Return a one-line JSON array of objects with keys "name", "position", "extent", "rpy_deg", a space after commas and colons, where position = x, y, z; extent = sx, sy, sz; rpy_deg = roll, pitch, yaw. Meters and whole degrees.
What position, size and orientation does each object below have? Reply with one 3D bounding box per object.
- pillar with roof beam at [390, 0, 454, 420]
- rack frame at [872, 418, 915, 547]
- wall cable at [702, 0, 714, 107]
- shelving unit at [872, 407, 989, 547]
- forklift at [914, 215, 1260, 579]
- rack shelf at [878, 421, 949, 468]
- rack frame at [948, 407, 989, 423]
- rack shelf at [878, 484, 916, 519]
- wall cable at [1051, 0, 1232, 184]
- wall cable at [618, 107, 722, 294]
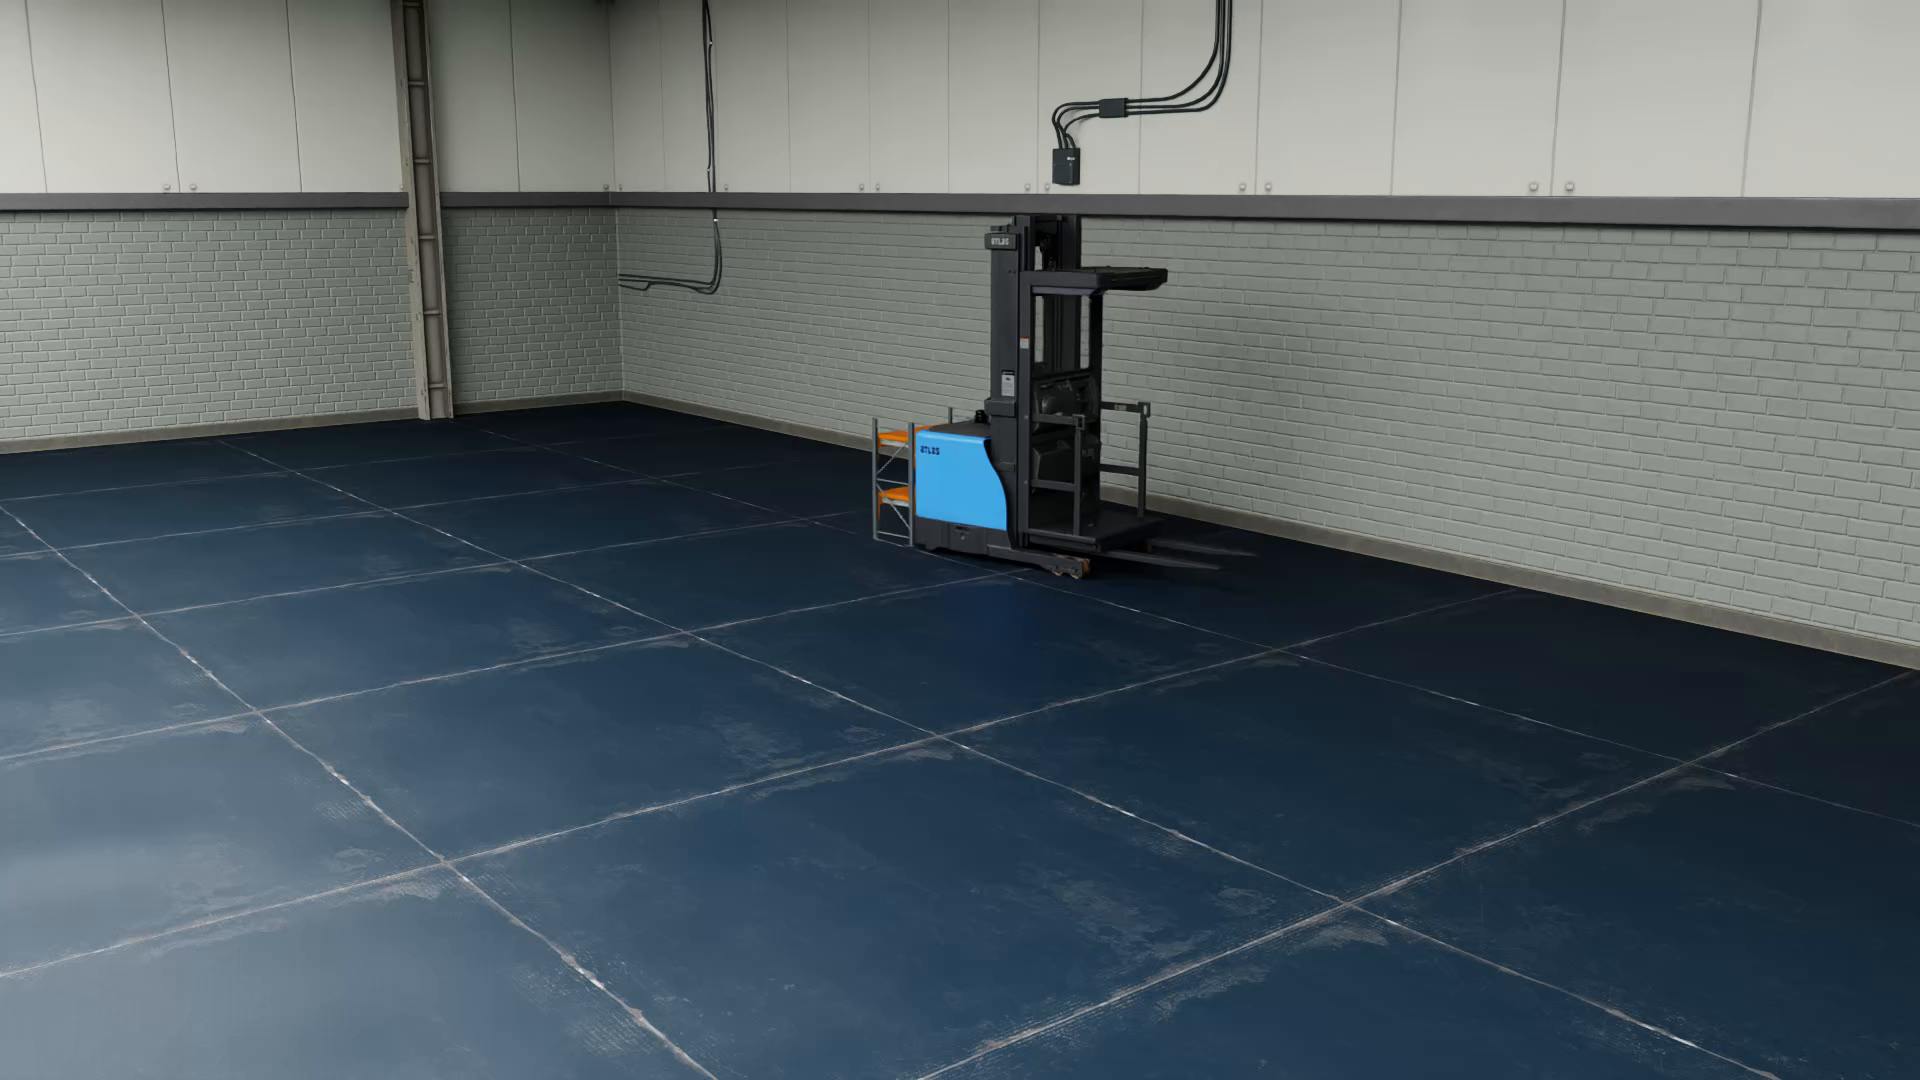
[{"name": "pillar with roof beam", "position": [-4.663, -5.421, 19.113], "extent": [0.400, 9.000, 9.100], "rpy_deg": [-9, 15, -38]}, {"name": "rack frame", "position": [-0.601, -0.523, 15.003], "extent": [0.500, 1.125, 0.032], "rpy_deg": [11, 16, 41]}, {"name": "wall cable", "position": [-2.536, -6.799, 20.923], "extent": [0.112, 2.526, 3.097], "rpy_deg": [-9, 15, -38]}, {"name": "shelving unit", "position": [-0.261, -0.601, 15.373], "extent": [0.538, 1.125, 1.048], "rpy_deg": [11, 16, 41]}, {"name": "forklift", "position": [1.065, -1.238, 14.022], "extent": [3.031, 2.935, 1.130], "rpy_deg": [9, 15, 37]}, {"name": "rack shelf", "position": [-0.261, -0.887, 15.312], "extent": [0.538, 0.278, 1.000], "rpy_deg": [11, 16, 41]}, {"name": "rack frame", "position": [0.078, -0.680, 15.743], "extent": [0.500, 1.125, 0.032], "rpy_deg": [11, 16, 41]}, {"name": "rack shelf", "position": [-0.261, -0.362, 15.424], "extent": [0.538, 0.278, 1.000], "rpy_deg": [11, 16, 41]}, {"name": "wall cable", "position": [1.693, -6.408, 15.577], "extent": [0.169, 6.003, 2.305], "rpy_deg": [-9, 15, -38]}, {"name": "wall cable", "position": [-4.226, -4.768, 23.514], "extent": [0.112, 2.526, 3.097], "rpy_deg": [-9, 15, -38]}]
